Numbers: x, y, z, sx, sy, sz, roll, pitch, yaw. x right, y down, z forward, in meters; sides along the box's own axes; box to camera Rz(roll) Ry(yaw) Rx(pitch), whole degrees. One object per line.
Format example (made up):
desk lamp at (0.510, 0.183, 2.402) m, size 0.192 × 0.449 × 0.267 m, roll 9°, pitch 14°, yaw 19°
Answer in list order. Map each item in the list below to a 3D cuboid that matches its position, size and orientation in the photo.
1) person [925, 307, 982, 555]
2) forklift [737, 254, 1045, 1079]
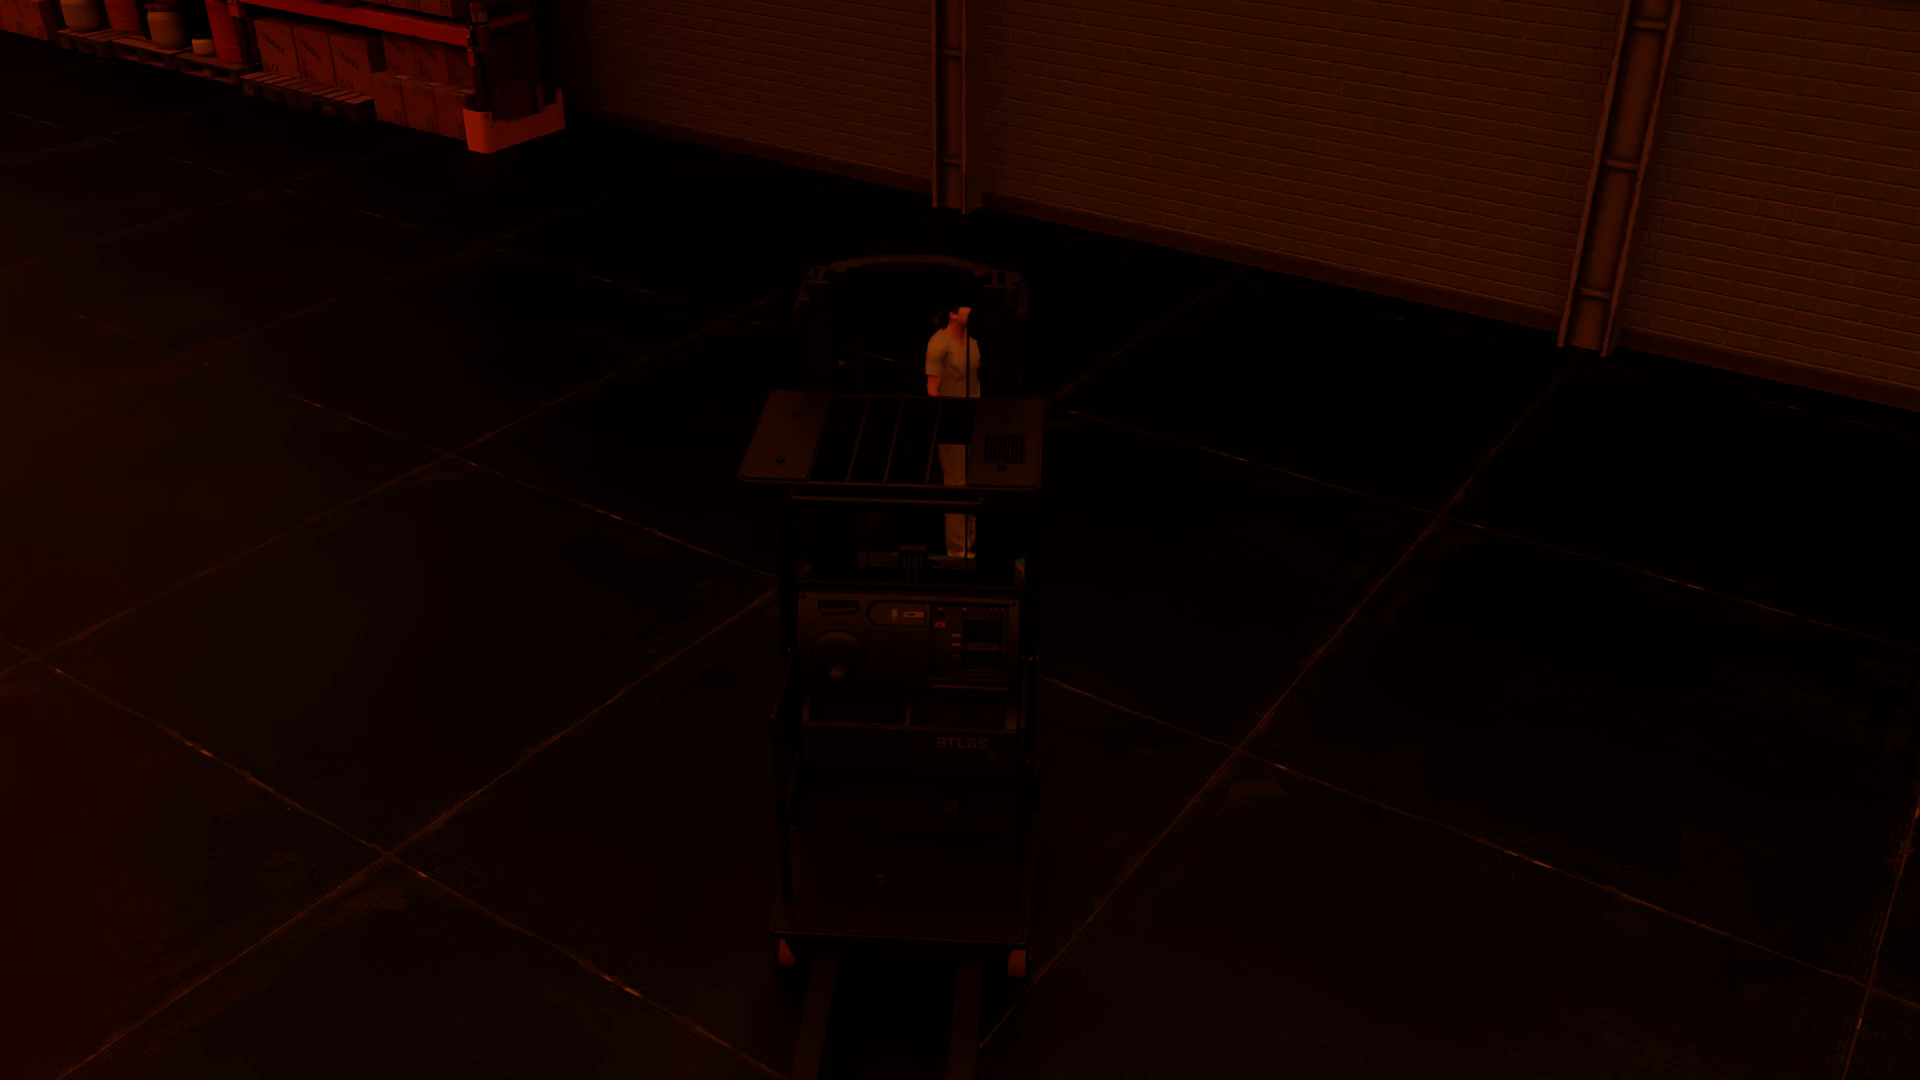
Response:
person at (0.053, -0.705, 10.031) m, size 0.549 × 1.675 × 0.550 m, roll 19°, pitch 35°, yaw 29°
forklift at (-0.228, 0.462, 6.786) m, size 1.130 × 2.935 × 3.031 m, roll 2°, pitch 30°, yaw 3°
